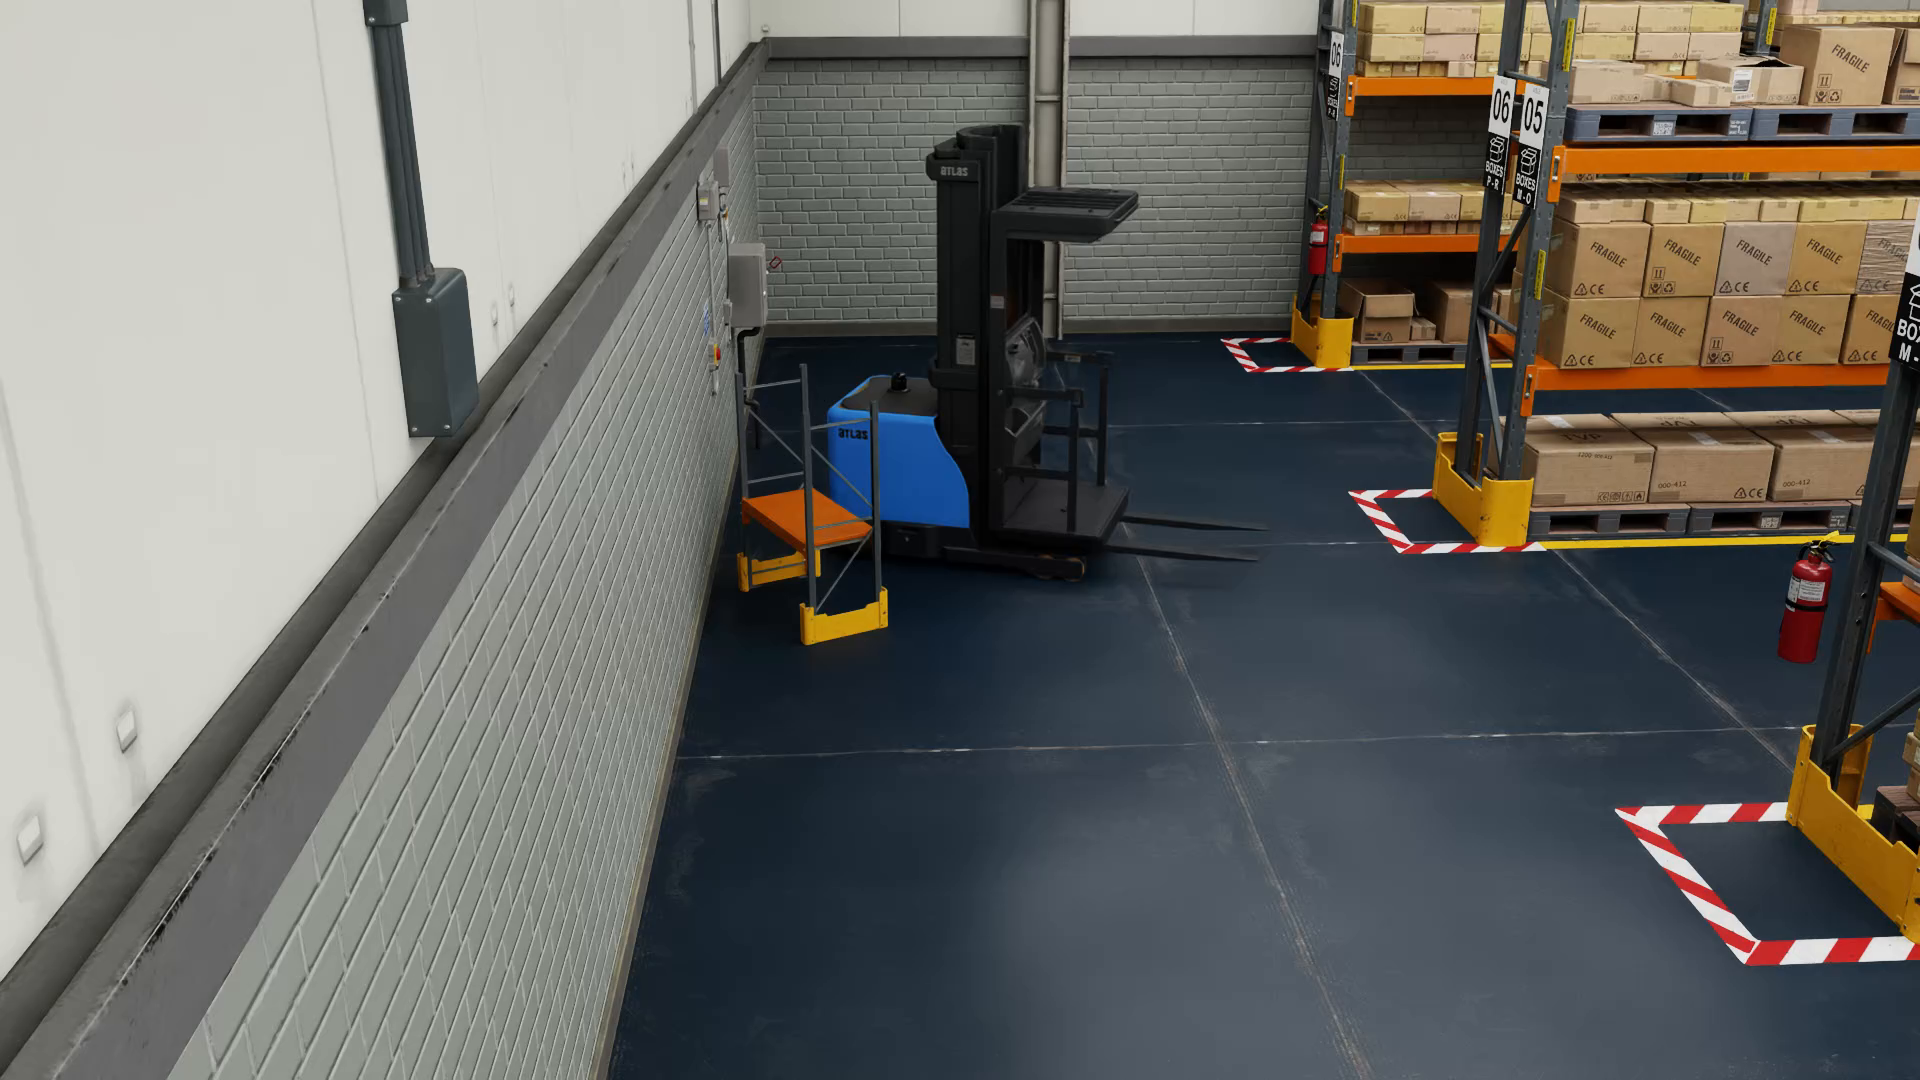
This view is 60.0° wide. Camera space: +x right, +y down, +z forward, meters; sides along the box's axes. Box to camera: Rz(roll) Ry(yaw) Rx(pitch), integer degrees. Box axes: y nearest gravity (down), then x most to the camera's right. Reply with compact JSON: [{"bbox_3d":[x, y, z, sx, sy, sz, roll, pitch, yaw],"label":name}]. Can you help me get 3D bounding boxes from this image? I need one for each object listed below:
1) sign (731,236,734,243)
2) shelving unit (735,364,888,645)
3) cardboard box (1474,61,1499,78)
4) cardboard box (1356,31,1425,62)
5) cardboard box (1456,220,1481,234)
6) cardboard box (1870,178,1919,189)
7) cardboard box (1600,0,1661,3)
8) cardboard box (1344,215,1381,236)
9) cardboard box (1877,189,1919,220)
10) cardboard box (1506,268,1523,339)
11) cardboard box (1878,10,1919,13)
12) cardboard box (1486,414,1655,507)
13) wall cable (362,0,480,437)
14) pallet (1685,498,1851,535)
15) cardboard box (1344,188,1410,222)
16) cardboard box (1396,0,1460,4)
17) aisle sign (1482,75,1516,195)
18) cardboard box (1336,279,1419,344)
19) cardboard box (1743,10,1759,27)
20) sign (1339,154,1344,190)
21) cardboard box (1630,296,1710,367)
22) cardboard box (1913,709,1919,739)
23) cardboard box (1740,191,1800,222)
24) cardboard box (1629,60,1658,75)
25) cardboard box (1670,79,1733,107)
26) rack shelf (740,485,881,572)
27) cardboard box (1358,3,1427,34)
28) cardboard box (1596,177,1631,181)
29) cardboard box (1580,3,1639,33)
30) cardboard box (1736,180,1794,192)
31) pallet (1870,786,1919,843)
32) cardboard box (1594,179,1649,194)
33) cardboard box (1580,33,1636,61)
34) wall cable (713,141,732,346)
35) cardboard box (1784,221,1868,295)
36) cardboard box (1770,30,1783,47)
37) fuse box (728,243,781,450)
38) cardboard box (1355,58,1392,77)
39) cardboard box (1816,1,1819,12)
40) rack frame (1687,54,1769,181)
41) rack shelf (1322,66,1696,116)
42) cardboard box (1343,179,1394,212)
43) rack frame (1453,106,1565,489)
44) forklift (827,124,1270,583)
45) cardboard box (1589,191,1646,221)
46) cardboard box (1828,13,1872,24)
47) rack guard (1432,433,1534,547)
[{"bbox_3d":[-1.918,-2.314,14.116,0.001,0.494,0.329,-1,21,-3],"label":"sign"},{"bbox_3d":[-0.981,-0.260,10.697,0.587,1.500,1.083,-12,24,-28],"label":"shelving unit"},{"bbox_3d":[4.997,-4.522,15.920,0.250,0.149,0.380,-1,21,-3],"label":"cardboard box"},{"bbox_3d":[4.091,-4.706,15.844,0.500,0.250,0.500,-1,21,-4],"label":"cardboard box"},{"bbox_3d":[5.009,-3.146,16.520,0.250,0.149,0.380,-1,21,-2],"label":"cardboard box"},{"bbox_3d":[6.824,-2.530,12.094,0.250,0.149,0.380,-1,21,-3],"label":"cardboard box"},{"bbox_3d":[6.599,-5.184,16.396,0.500,0.250,0.500,-2,21,-5],"label":"cardboard box"},{"bbox_3d":[3.977,-3.115,16.441,0.250,0.149,0.380,-1,21,-3],"label":"cardboard box"},{"bbox_3d":[6.605,-2.342,11.599,0.250,0.149,0.380,-1,21,-3],"label":"cardboard box"},{"bbox_3d":[4.386,-1.711,12.259,0.500,0.500,0.500,-1,21,-3],"label":"cardboard box"},{"bbox_3d":[9.212,-5.127,16.360,0.250,0.149,0.380,-1,21,-3],"label":"cardboard box"},{"bbox_3d":[4.573,-0.608,12.514,0.875,0.438,0.875,-2,21,-5],"label":"cardboard box"},{"bbox_3d":[-1.357,-3.457,4.032,0.120,5.999,2.277,-1,21,-3],"label":"wall cable"},{"bbox_3d":[5.929,-0.325,12.678,1.213,0.211,1.003,-1,21,-3],"label":"pallet"},{"bbox_3d":[4.101,-3.306,16.382,0.500,0.250,0.500,-1,21,-3],"label":"cardboard box"},{"bbox_3d":[4.580,-5.147,16.297,0.500,0.250,0.500,-2,21,-5],"label":"cardboard box"},{"bbox_3d":[3.830,-2.884,11.827,0.004,0.787,0.394,-1,21,-3],"label":"aisle sign"},{"bbox_3d":[4.249,-2.332,16.949,0.637,0.503,0.797,-2,21,-5],"label":"cardboard box"},{"bbox_3d":[7.919,-5.119,16.339,0.250,0.149,0.380,-1,21,-4],"label":"cardboard box"},{"bbox_3d":[3.664,-3.535,15.975,0.005,0.325,0.100,-1,21,-3],"label":"sign"},{"bbox_3d":[4.919,-1.535,11.797,0.500,0.500,0.500,-1,21,-4],"label":"cardboard box"},{"bbox_3d":[4.817,0.953,7.982,0.250,0.149,0.380,-1,21,-2],"label":"cardboard box"},{"bbox_3d":[5.586,-2.308,11.509,0.250,0.149,0.380,-1,21,-3],"label":"cardboard box"},{"bbox_3d":[6.525,-4.568,16.039,0.250,0.149,0.380,-1,21,-3],"label":"cardboard box"},{"bbox_3d":[5.019,-3.028,11.266,0.250,0.149,0.380,0,21,-1],"label":"cardboard box"},{"bbox_3d":[-0.976,-0.089,10.753,0.538,0.185,1.000,-12,24,-28],"label":"rack shelf"},{"bbox_3d":[4.090,-4.948,15.776,0.500,0.250,0.500,-1,21,-4],"label":"cardboard box"},{"bbox_3d":[6.616,-3.547,17.015,0.500,0.250,0.500,-1,21,-4],"label":"cardboard box"},{"bbox_3d":[6.123,-4.993,15.894,0.500,0.250,0.500,-1,21,-2],"label":"cardboard box"},{"bbox_3d":[5.801,-2.500,12.015,0.250,0.149,0.380,0,21,-1],"label":"cardboard box"},{"bbox_3d":[5.192,1.494,7.901,1.213,0.211,1.003,-1,21,-3],"label":"pallet"},{"bbox_3d":[4.772,-2.505,12.027,0.250,0.149,0.380,-1,21,-4],"label":"cardboard box"},{"bbox_3d":[6.128,-4.756,15.975,0.500,0.250,0.500,-1,21,-2],"label":"cardboard box"},{"bbox_3d":[-1.801,-2.416,12.823,0.122,1.984,0.588,-1,21,-3],"label":"wall cable"},{"bbox_3d":[5.942,-2.020,11.664,0.500,0.500,0.500,-1,21,-3],"label":"cardboard box"},{"bbox_3d":[7.947,-4.797,15.912,0.250,0.149,0.380,-1,21,-2],"label":"cardboard box"},{"bbox_3d":[-1.683,-1.585,13.878,0.414,1.711,0.539,-1,21,-3],"label":"fuse box"},{"bbox_3d":[3.964,-4.532,15.946,0.250,0.149,0.380,-1,21,-2],"label":"cardboard box"},{"bbox_3d":[8.190,-5.313,16.266,0.258,0.266,0.396,-1,21,-3],"label":"cardboard box"},{"bbox_3d":[7.626,-3.405,16.848,0.127,3.000,1.000,-1,21,-3],"label":"rack frame"},{"bbox_3d":[5.629,-4.430,16.336,4.000,0.370,1.077,-1,21,-3],"label":"rack shelf"},{"bbox_3d":[4.077,-3.496,16.881,0.500,0.250,0.500,-1,21,-1],"label":"cardboard box"},{"bbox_3d":[3.920,-1.561,12.004,0.127,3.000,1.000,-1,21,-3],"label":"rack frame"},{"bbox_3d":[0.639,-1.290,11.391,3.031,2.935,1.130,6,22,15],"label":"forklift"},{"bbox_3d":[4.548,-2.317,11.534,0.250,0.149,0.380,-1,21,-2],"label":"cardboard box"},{"bbox_3d":[8.467,-4.942,15.875,0.250,0.149,0.380,-2,21,-4],"label":"cardboard box"},{"bbox_3d":[3.896,-0.392,12.448,0.348,0.500,1.175,-1,21,-3],"label":"rack guard"}]
